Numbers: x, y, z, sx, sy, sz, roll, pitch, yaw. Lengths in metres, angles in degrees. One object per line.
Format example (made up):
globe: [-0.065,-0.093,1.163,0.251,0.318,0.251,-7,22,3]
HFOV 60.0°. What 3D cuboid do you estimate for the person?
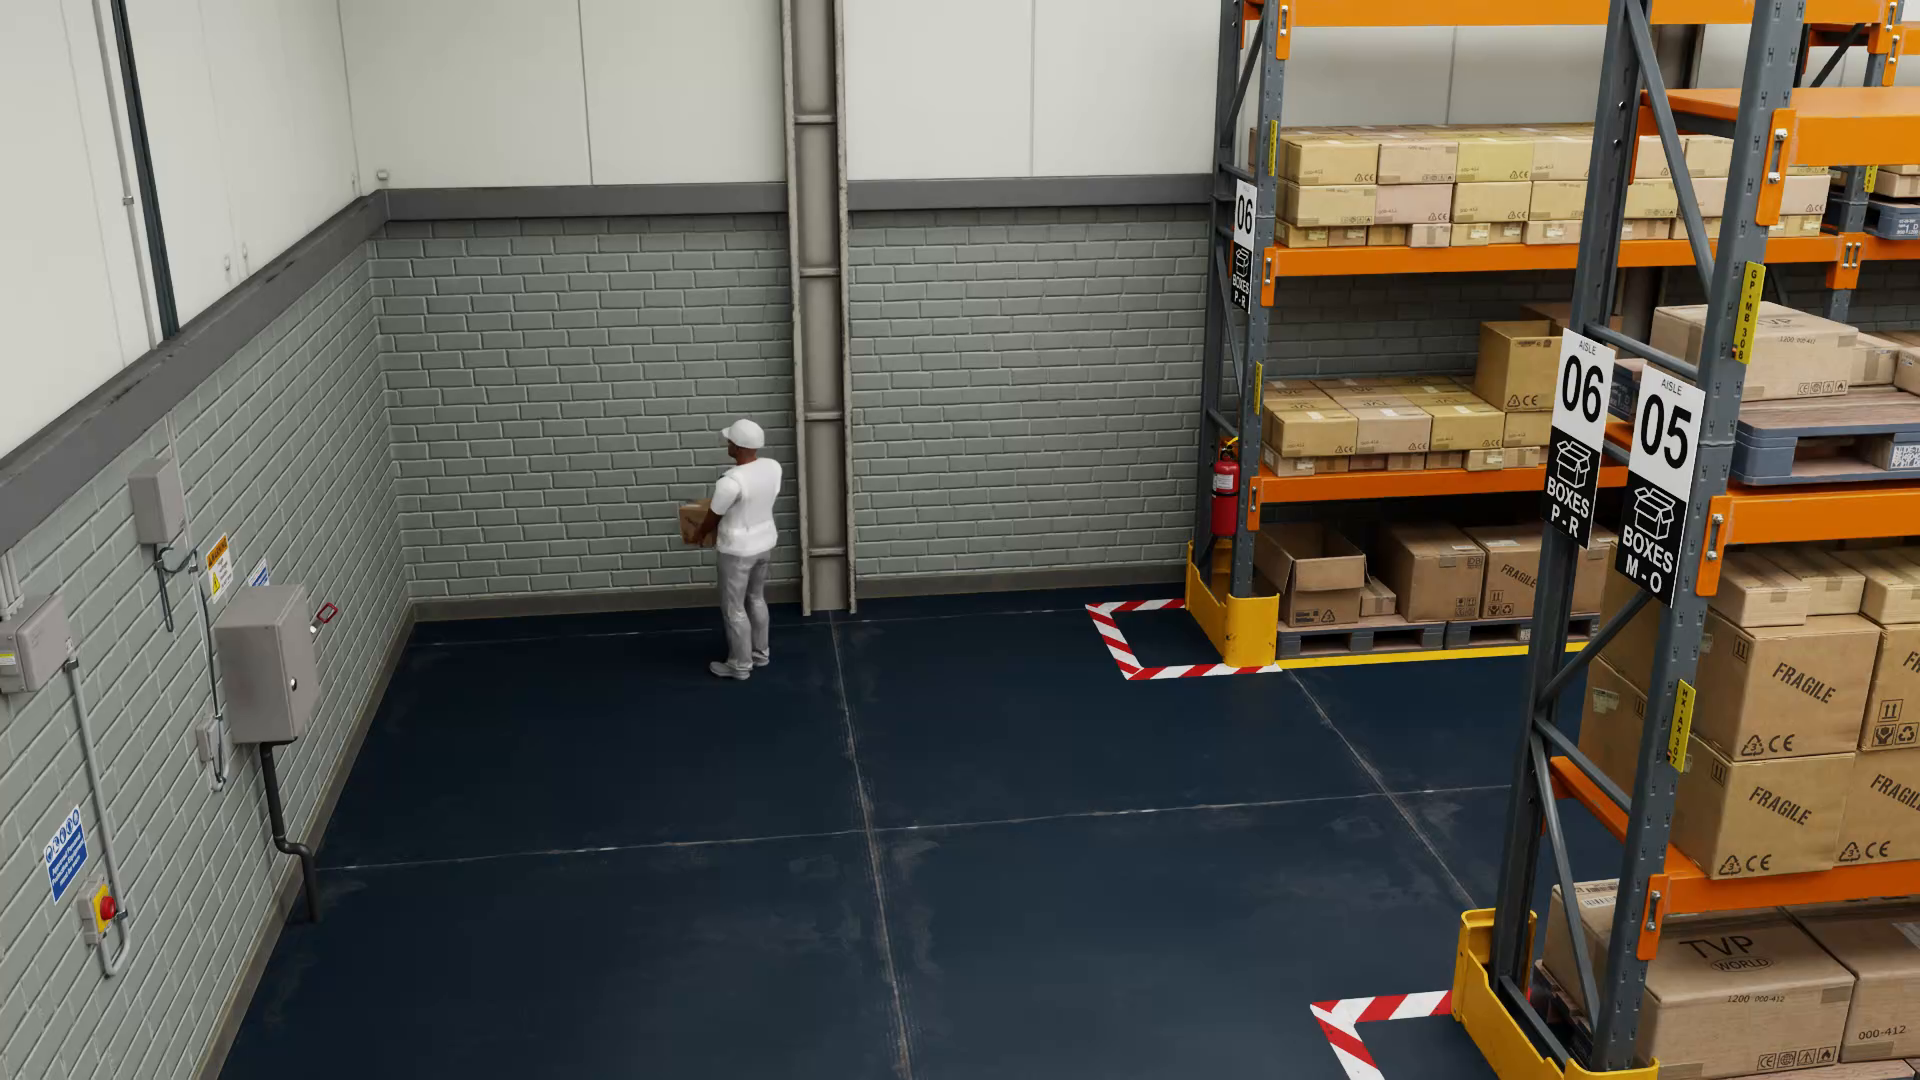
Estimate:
person: [-1.483,0.034,10.942,0.573,1.769,0.513,13,24,33]
